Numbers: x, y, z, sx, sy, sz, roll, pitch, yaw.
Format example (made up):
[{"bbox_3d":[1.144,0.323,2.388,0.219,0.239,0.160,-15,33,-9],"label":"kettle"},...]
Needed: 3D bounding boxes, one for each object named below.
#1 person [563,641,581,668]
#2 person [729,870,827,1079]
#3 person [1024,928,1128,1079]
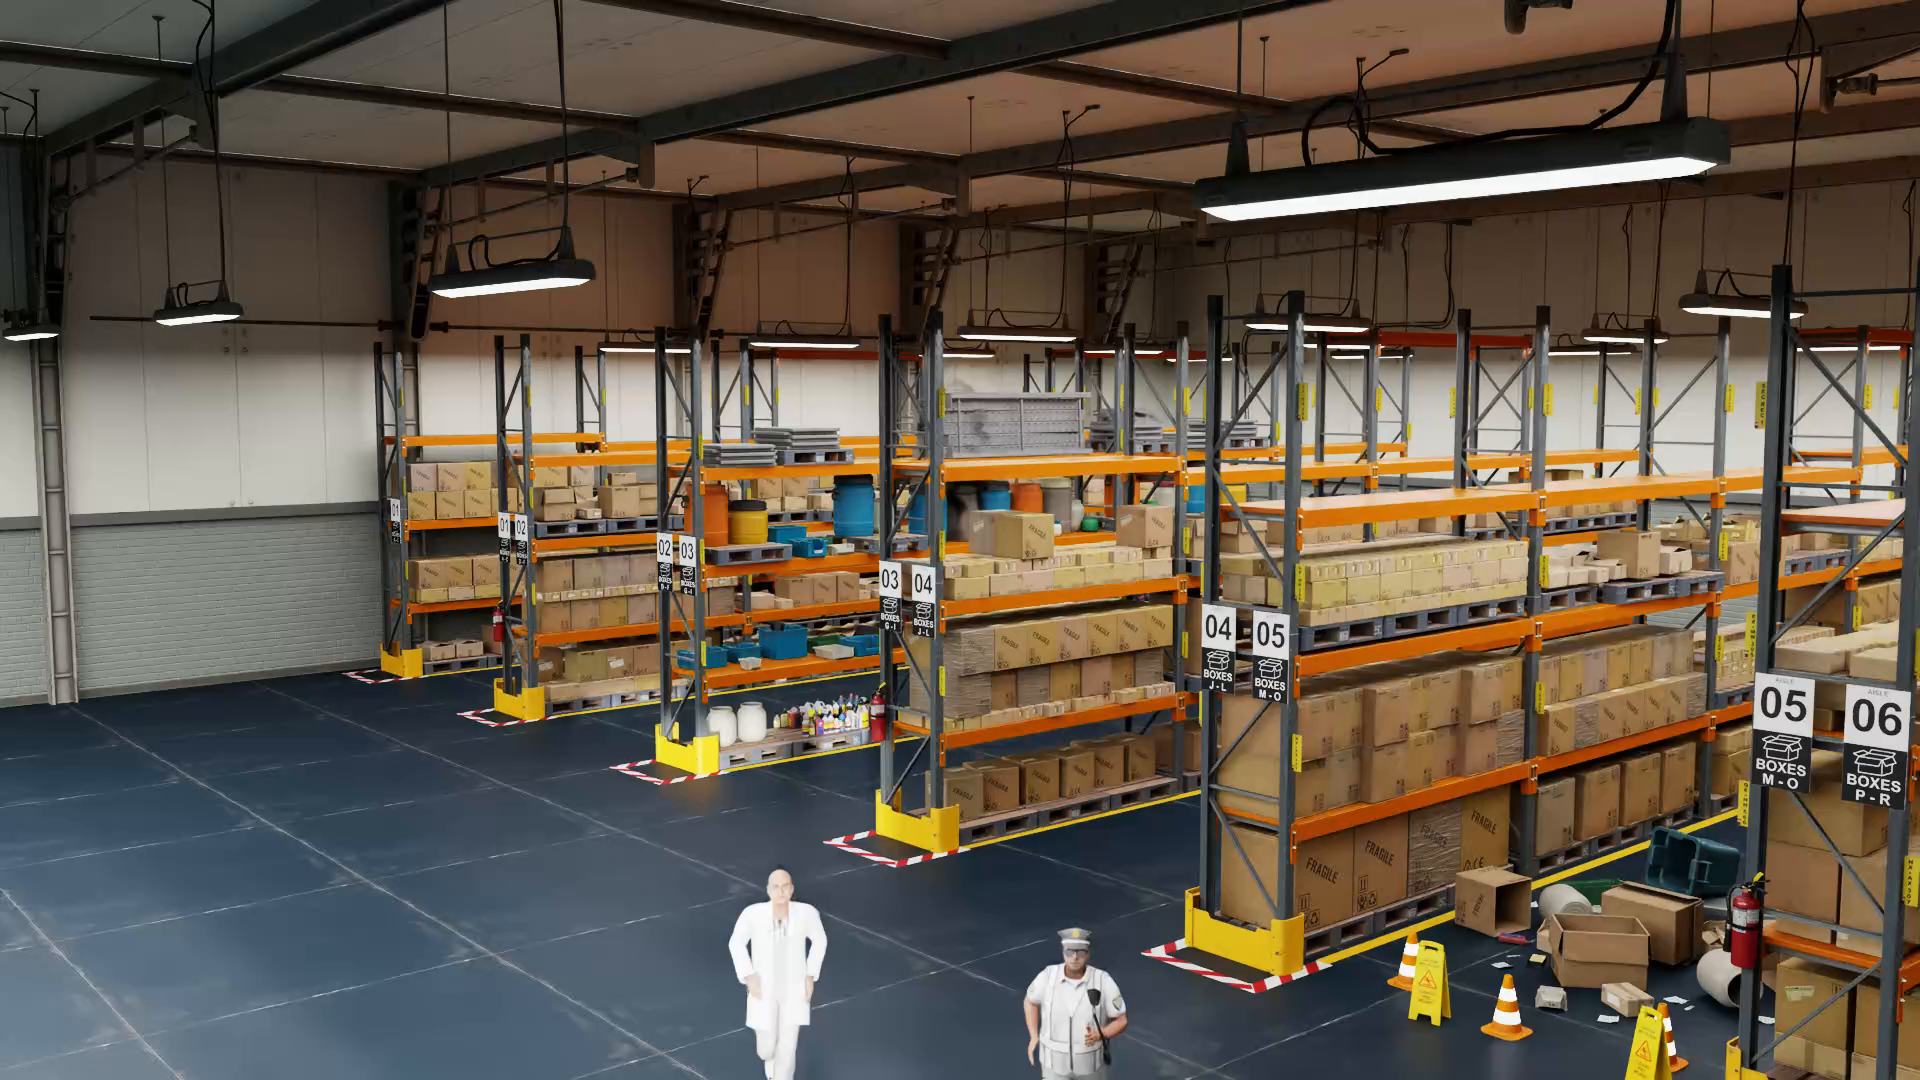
[{"bbox_3d":[-6.595,1.734,28.645,0.560,1.647,0.614,-5,7,-43],"label":"person"},{"bbox_3d":[-1.307,3.219,11.991,0.707,1.740,0.721,-1,5,-6],"label":"person"},{"bbox_3d":[0.730,3.316,10.596,0.673,1.750,0.943,1,5,6],"label":"person"}]
